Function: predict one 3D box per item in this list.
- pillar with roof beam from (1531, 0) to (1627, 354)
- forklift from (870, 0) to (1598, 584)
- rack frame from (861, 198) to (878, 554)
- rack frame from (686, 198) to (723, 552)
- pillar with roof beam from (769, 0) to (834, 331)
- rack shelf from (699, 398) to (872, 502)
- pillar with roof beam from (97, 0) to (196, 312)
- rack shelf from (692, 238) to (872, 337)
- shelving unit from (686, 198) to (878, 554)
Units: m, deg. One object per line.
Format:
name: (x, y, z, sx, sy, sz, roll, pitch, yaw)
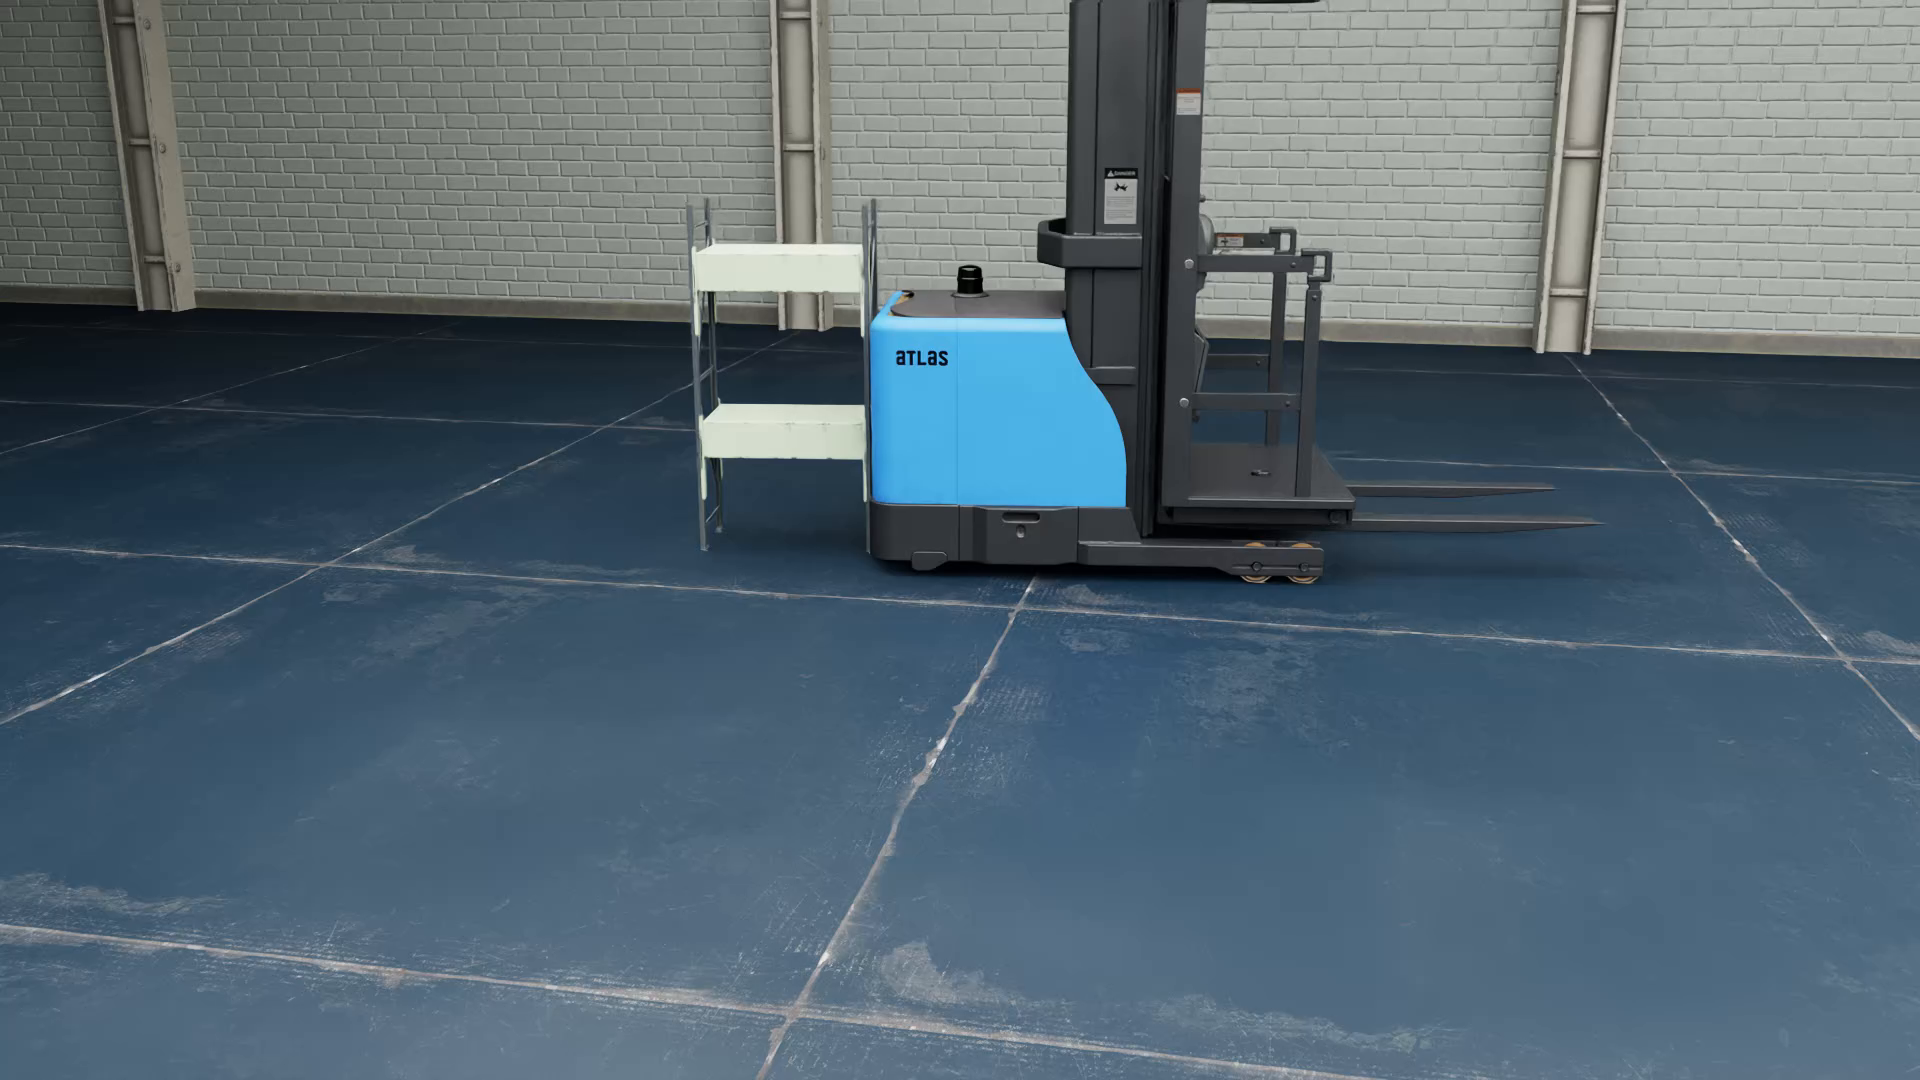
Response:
pillar with roof beam: (3.741, -4.662, 7.465, 0.400, 9.000, 9.100, 3, 16, 11)
forklift: (1.158, -1.377, 6.973, 3.031, 2.935, 1.130, 1, 16, 3)
rack frame: (-0.386, -0.713, 7.257, 0.023, 1.500, 0.400, 1, 16, 3)
rack frame: (-1.116, -0.724, 7.295, 0.023, 1.500, 0.400, 1, 16, 3)
pillar with roof beam: (-2.139, -4.981, 8.618, 0.400, 9.000, 9.100, 3, 16, 11)
rack shelf: (-0.751, -0.404, 7.363, 0.720, 0.370, 0.431, 1, 16, 3)
pillar with roof beam: (-8.018, -5.300, 9.770, 0.400, 9.000, 9.100, 3, 16, 11)
rack shelf: (-0.751, -1.095, 7.172, 0.720, 0.370, 0.431, 1, 16, 3)
shelving unit: (-0.751, -0.719, 7.276, 0.755, 1.500, 0.431, 1, 16, 3)
